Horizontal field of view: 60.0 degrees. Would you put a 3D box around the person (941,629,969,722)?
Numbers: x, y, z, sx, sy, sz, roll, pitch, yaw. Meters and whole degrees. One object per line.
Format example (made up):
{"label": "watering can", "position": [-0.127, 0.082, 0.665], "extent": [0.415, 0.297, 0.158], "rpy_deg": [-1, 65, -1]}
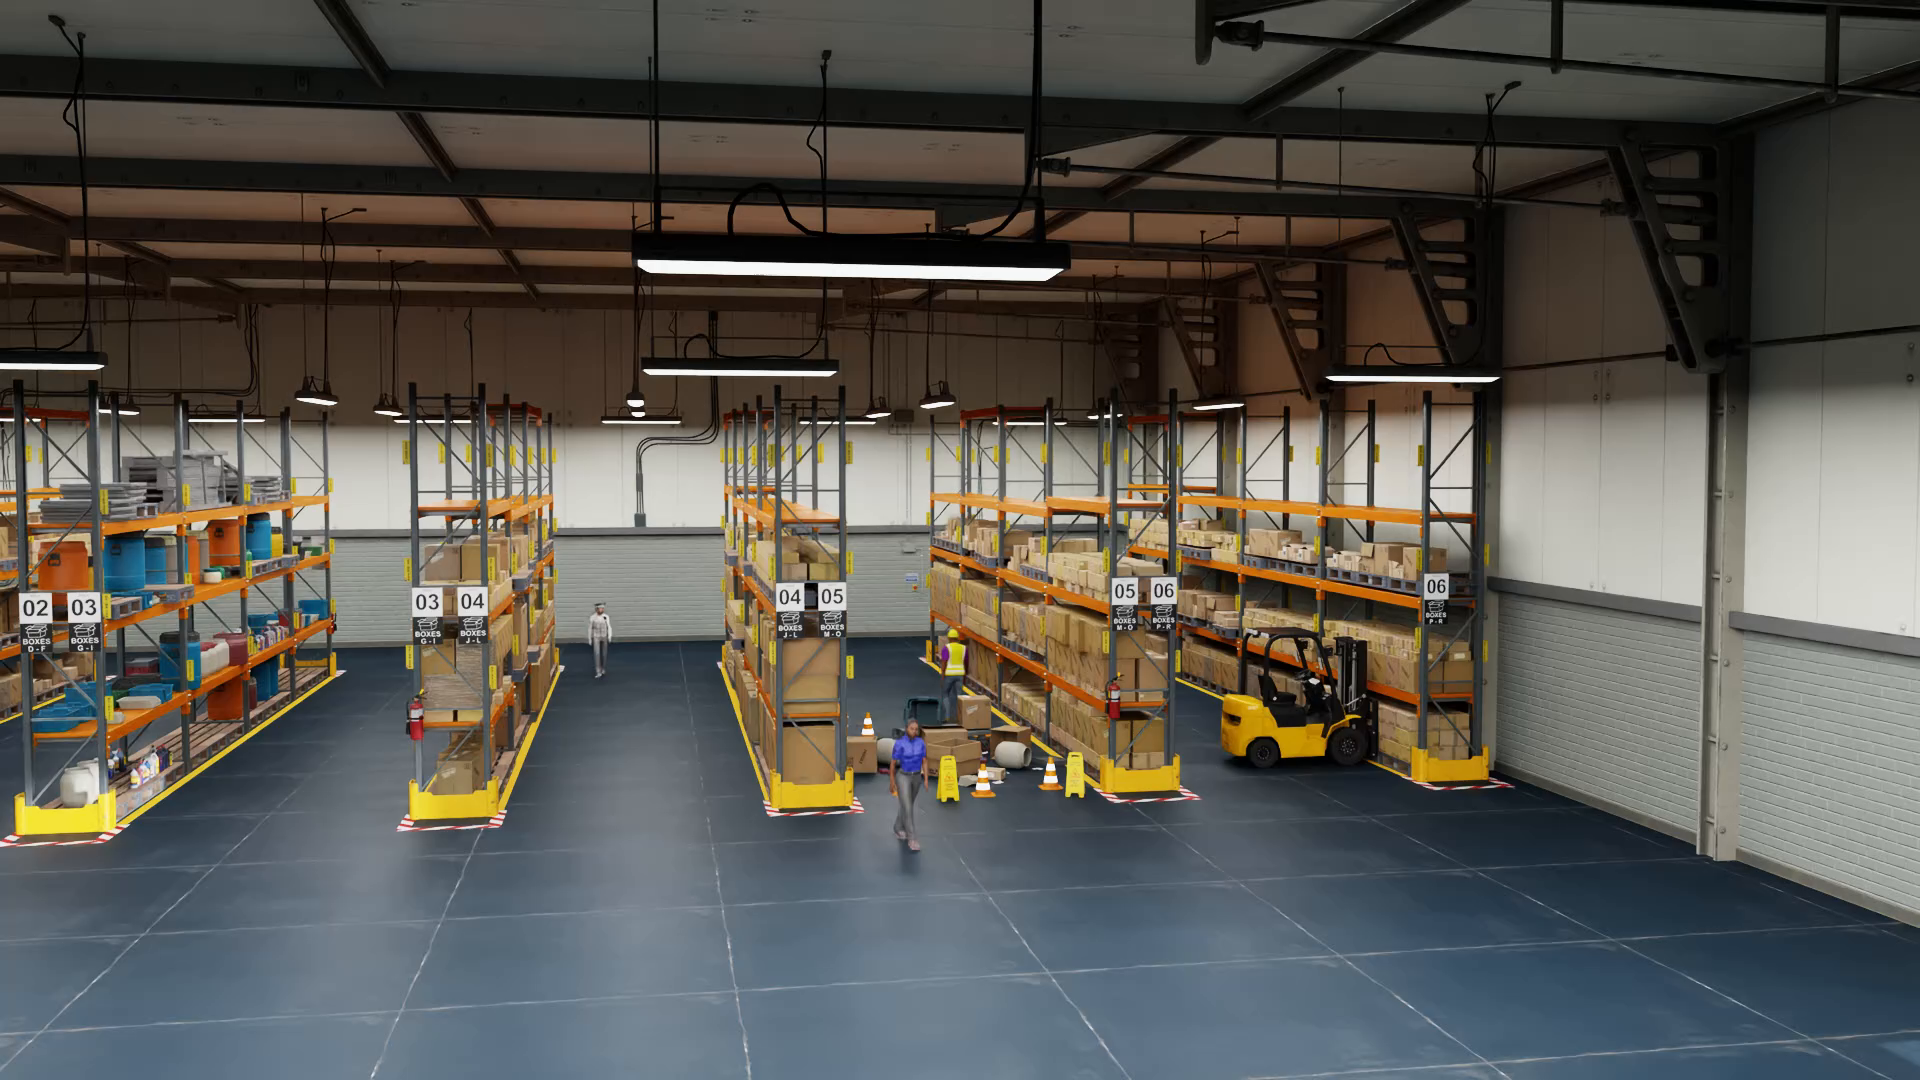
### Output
{"label": "person", "position": [-0.113, 2.566, 31.108], "extent": [0.614, 1.795, 0.680], "rpy_deg": [-1, 3, -24]}

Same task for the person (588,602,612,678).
{"label": "person", "position": [-8.158, 2.268, 37.835], "extent": [0.514, 1.676, 0.716], "rpy_deg": [-1, 3, -24]}

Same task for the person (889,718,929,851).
{"label": "person", "position": [-0.638, 3.091, 21.343], "extent": [0.485, 1.610, 0.901], "rpy_deg": [-2, 4, -38]}
